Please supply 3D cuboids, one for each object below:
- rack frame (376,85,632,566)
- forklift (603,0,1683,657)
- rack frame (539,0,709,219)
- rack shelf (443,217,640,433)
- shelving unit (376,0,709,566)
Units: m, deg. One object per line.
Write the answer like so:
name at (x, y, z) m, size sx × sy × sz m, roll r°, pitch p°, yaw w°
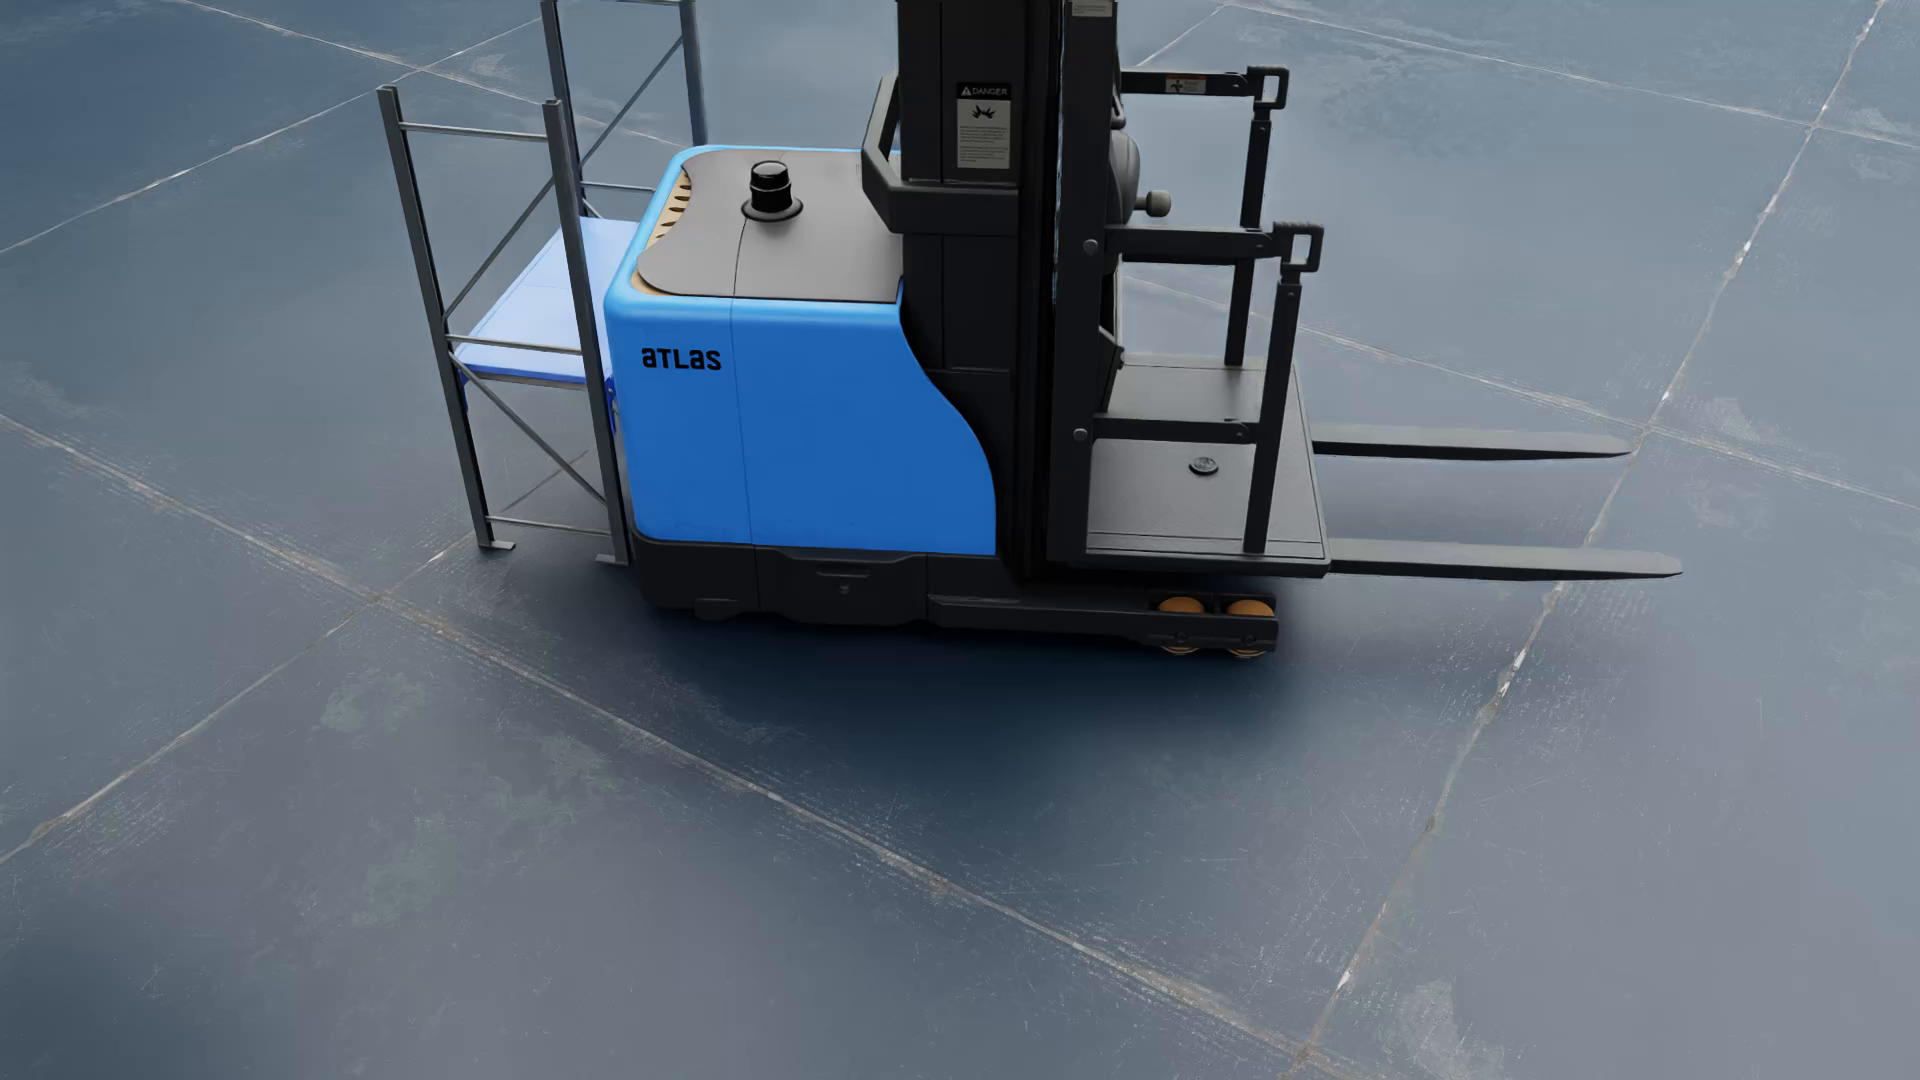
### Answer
rack frame at (-1.266, -0.553, 4.738) m, size 0.500 × 1.500 × 0.032 m, roll 7°, pitch 38°, yaw 9°
forklift at (0.588, -1.162, 4.356) m, size 3.031 × 2.935 × 1.130 m, roll 3°, pitch 38°, yaw 3°
rack frame at (-1.061, -1.161, 5.527) m, size 0.500 × 1.500 × 0.032 m, roll 7°, pitch 38°, yaw 9°
rack shelf at (-1.163, -0.714, 5.243) m, size 0.538 × 0.185 × 1.000 m, roll 7°, pitch 38°, yaw 9°
shelving unit at (-1.163, -0.857, 5.133) m, size 0.538 × 1.500 × 1.048 m, roll 7°, pitch 38°, yaw 9°
